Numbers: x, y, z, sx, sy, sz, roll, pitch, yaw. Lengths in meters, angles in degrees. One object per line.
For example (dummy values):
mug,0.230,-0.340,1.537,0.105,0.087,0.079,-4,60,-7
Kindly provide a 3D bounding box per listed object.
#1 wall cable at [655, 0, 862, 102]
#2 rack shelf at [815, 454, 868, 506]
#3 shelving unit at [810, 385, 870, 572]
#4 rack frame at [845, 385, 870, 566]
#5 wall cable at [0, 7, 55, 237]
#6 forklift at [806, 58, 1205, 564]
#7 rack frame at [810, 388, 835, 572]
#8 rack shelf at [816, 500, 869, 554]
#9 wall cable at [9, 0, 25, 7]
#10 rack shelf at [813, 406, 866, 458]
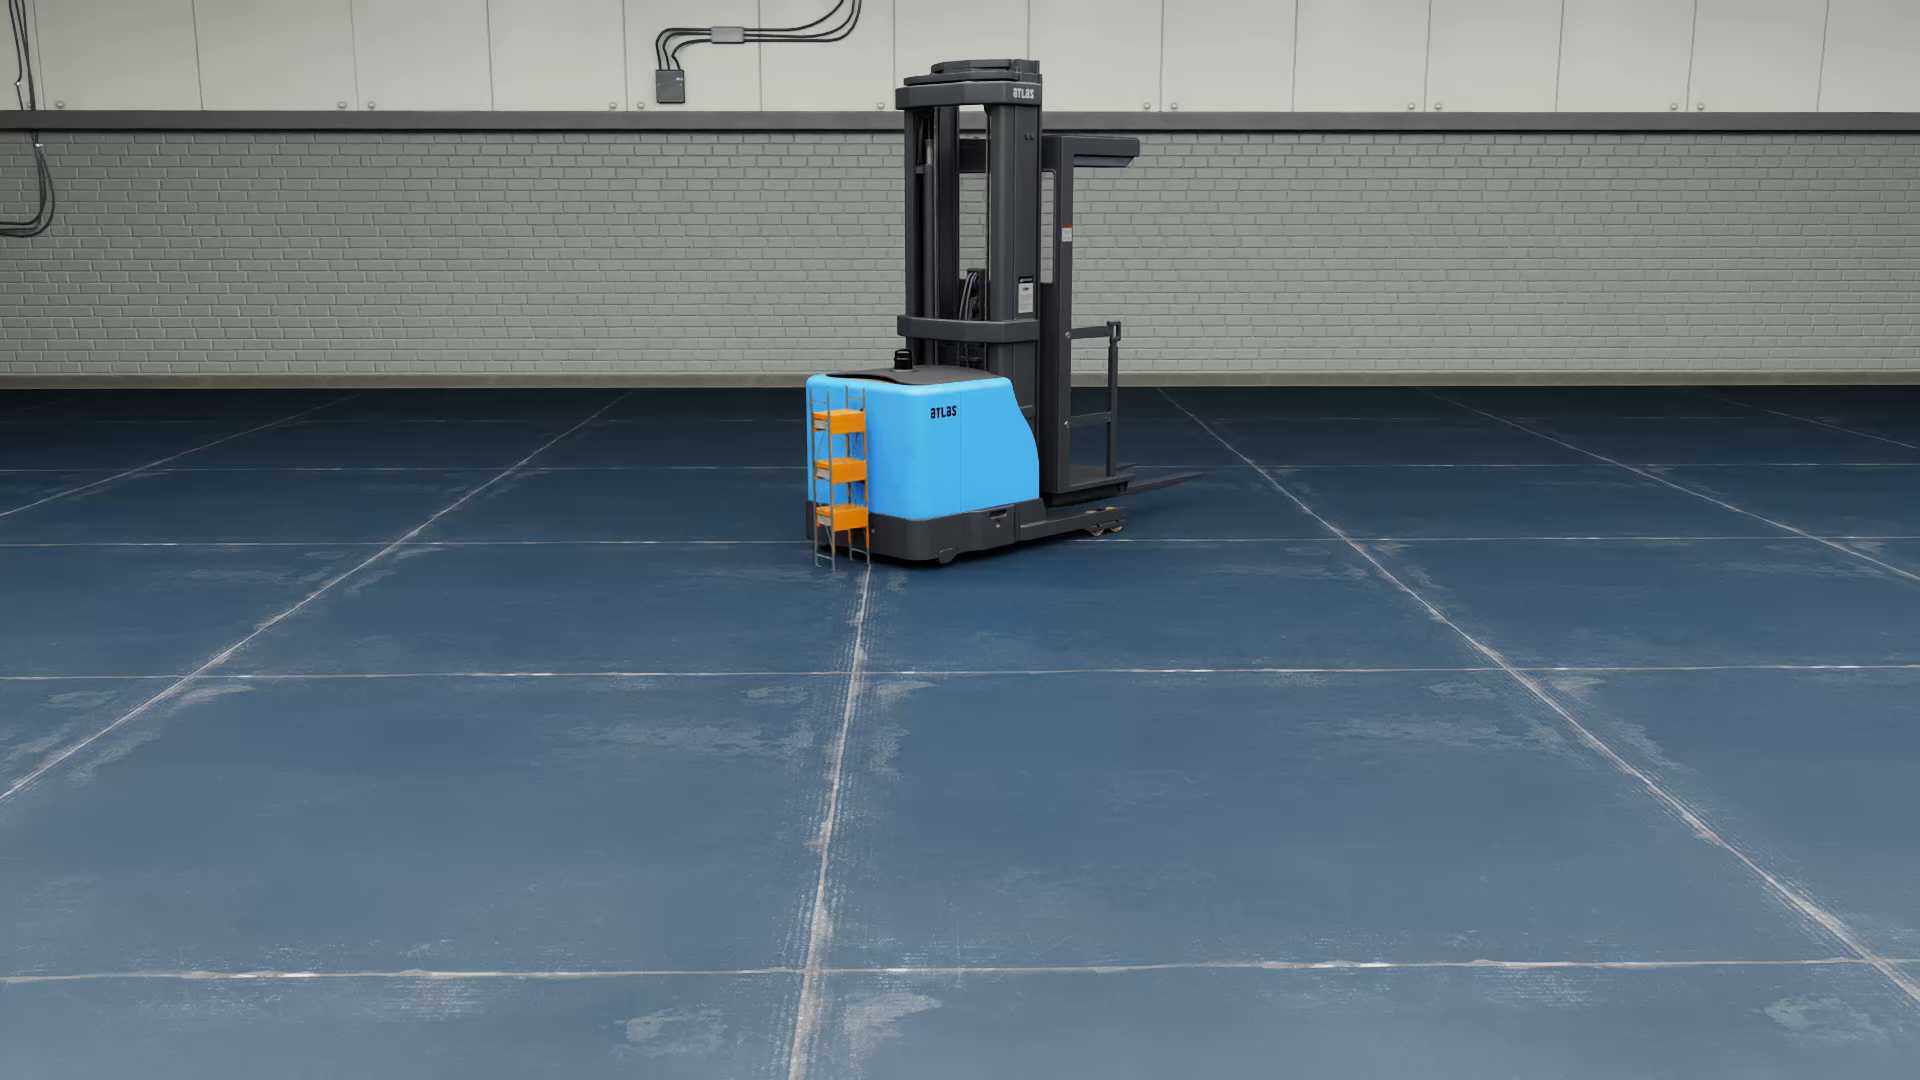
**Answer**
wall cable,-2.232,-7.837,18.003,2.305,6.003,0.169,0,11,-1
rack shelf,-0.699,-0.351,9.692,0.240,0.259,0.215,-10,15,-36
shelving unit,-0.699,-0.362,9.690,0.252,1.050,0.215,-10,15,-36
rack frame,-0.602,-0.378,9.762,0.008,1.050,0.200,-10,15,-36
wall cable,-11.724,-4.613,18.473,3.097,2.526,0.112,0,11,-1
forklift,0.440,-1.526,10.708,1.130,2.935,3.031,11,16,43
rack frame,-0.797,-0.345,9.618,0.008,1.050,0.200,-10,15,-36
rack shelf,-0.695,-0.079,9.749,0.240,0.259,0.215,-10,15,-36
wall cable,-9.019,-7.099,18.025,3.097,2.526,0.112,0,11,-1
rack shelf,-0.703,-0.629,9.634,0.240,0.259,0.215,-10,15,-36
